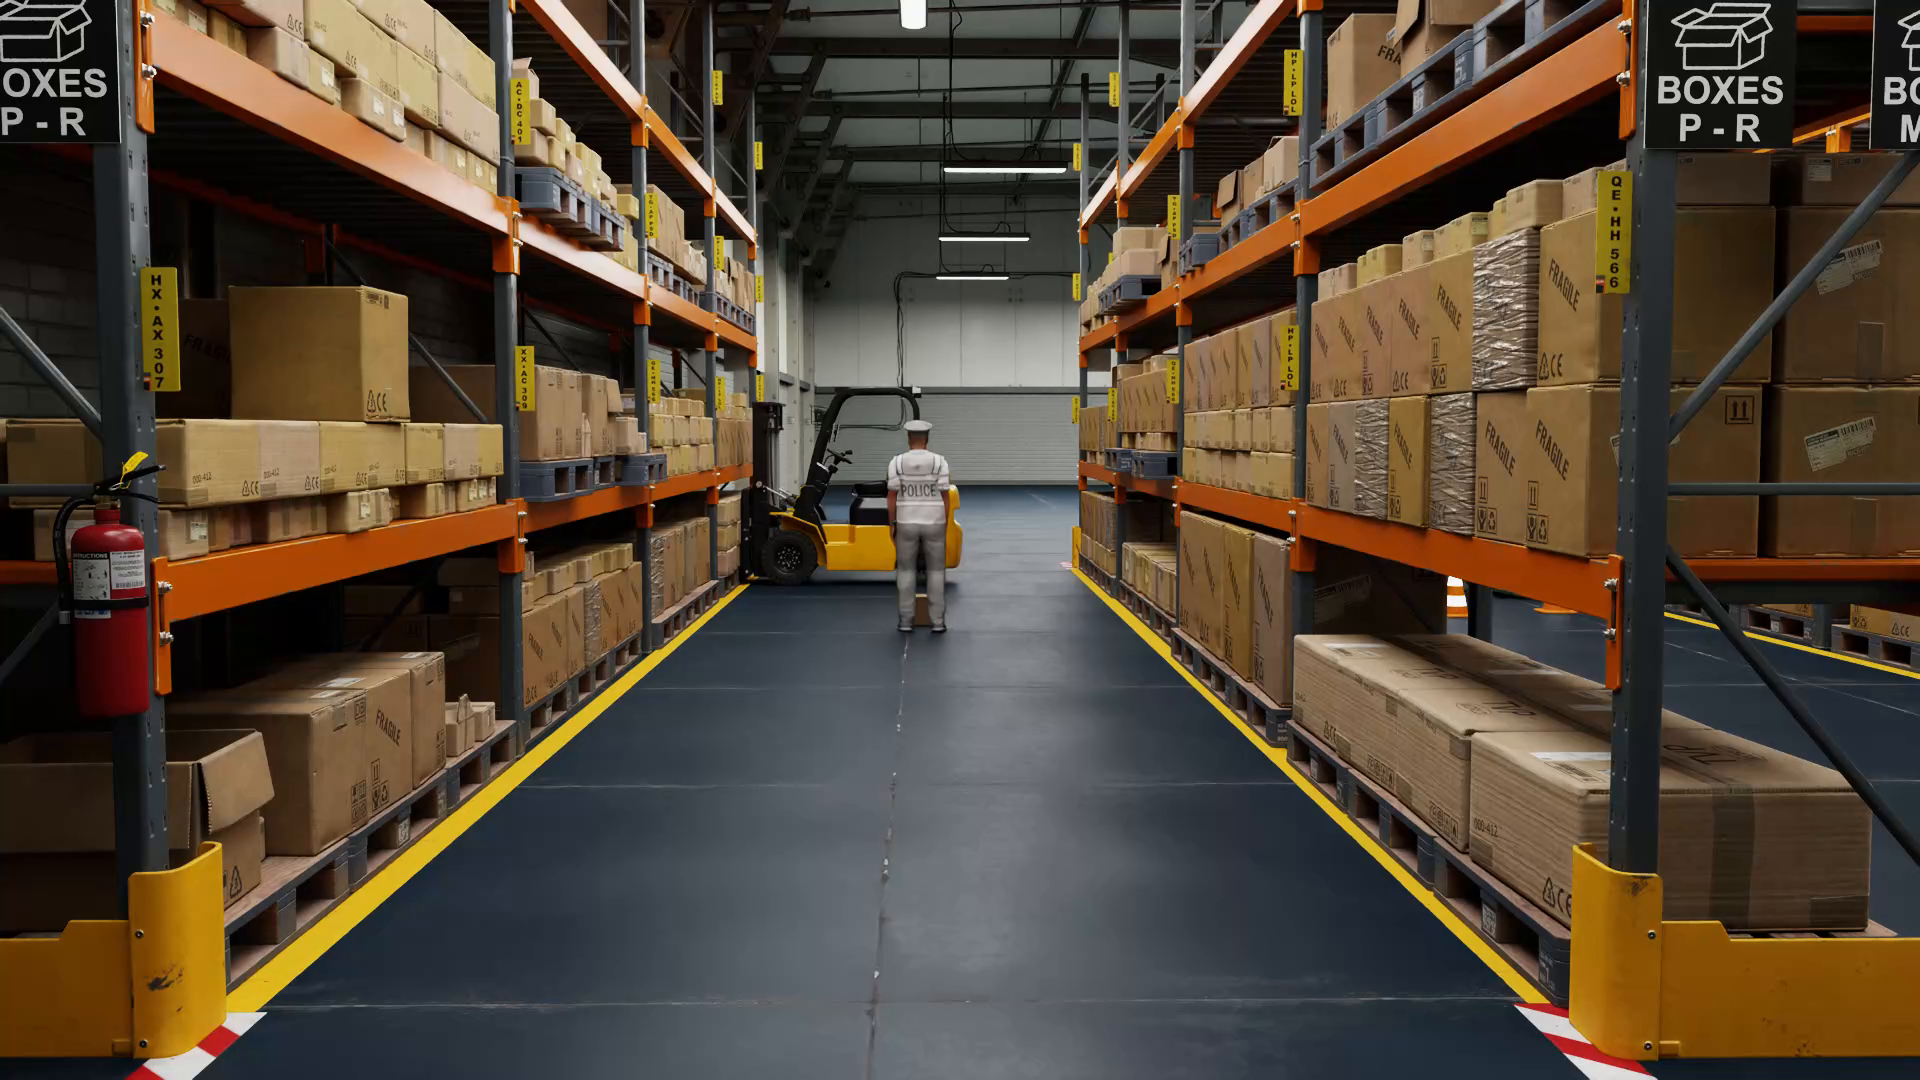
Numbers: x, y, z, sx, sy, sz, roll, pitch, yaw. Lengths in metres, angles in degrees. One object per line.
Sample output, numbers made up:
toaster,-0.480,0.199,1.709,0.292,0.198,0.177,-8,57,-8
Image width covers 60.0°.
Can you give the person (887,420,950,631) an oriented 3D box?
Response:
person,-0.344,-0.114,13.889,0.523,1.762,0.393,0,4,0
